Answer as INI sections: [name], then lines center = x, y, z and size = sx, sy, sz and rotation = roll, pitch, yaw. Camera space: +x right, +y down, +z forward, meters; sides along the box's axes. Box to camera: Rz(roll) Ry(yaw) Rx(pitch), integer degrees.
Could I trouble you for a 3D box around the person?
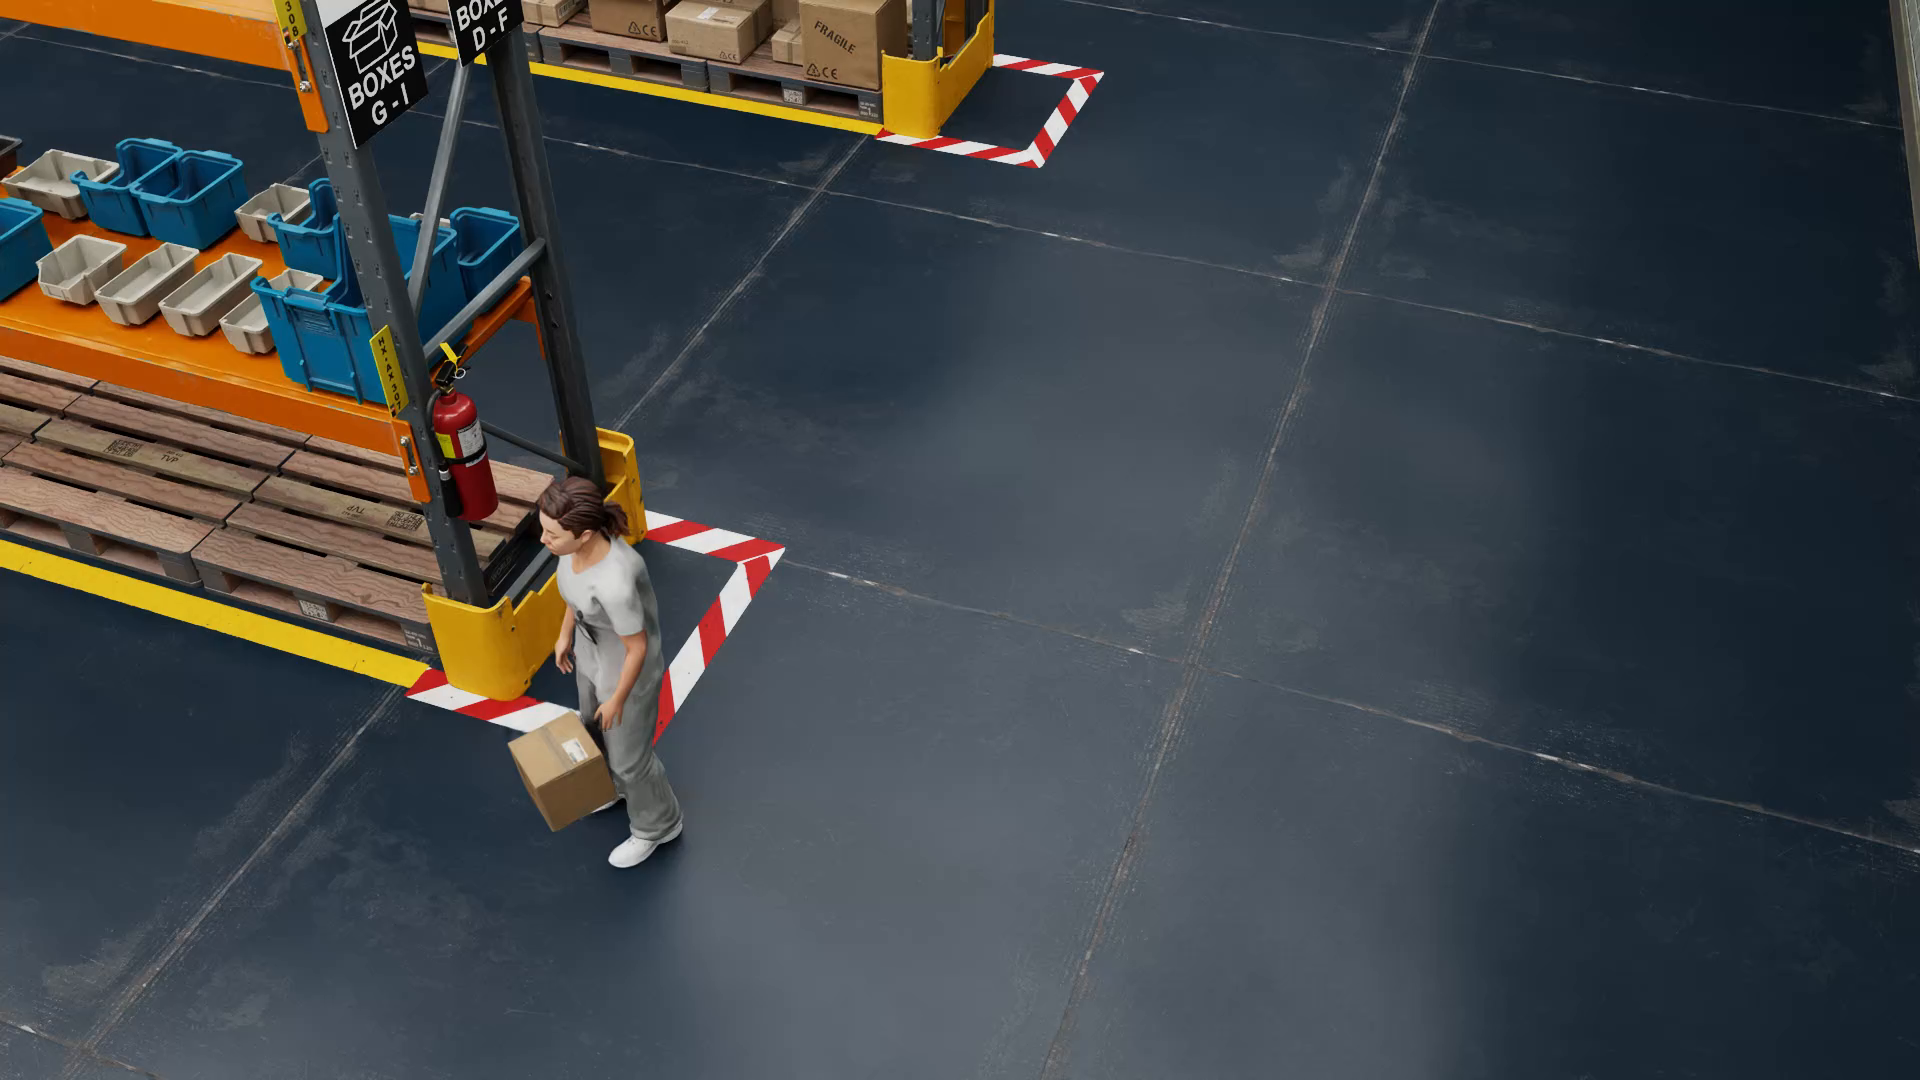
[person]
center = -1.195, 0.437, 5.667
size = 0.363, 1.675, 0.476
rotation = -24, 47, -25
